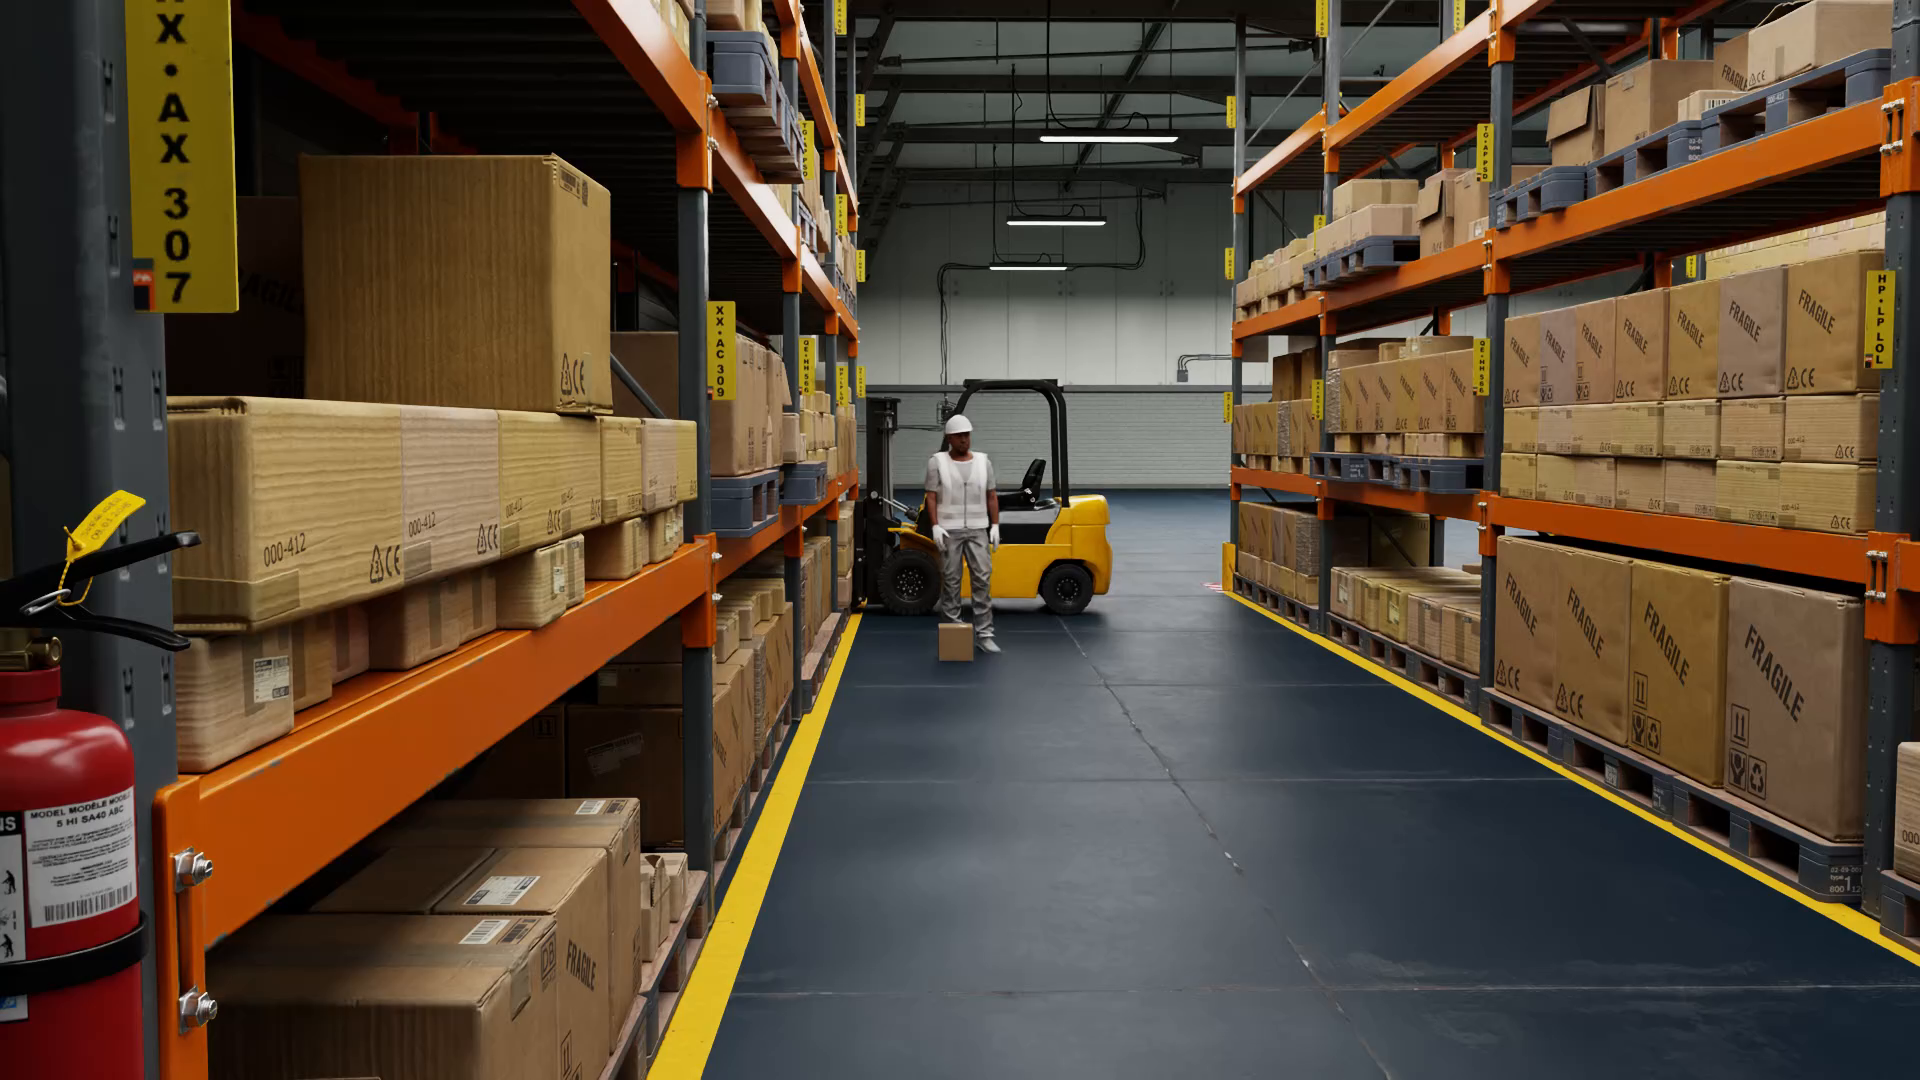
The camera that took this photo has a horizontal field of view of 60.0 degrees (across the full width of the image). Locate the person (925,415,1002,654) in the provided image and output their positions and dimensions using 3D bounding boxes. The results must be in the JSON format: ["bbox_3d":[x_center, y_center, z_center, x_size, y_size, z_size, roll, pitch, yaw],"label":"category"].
[{"bbox_3d":[0.039,-0.046,12.657,0.585,1.813,0.493,-1,4,-12],"label":"person"}]
